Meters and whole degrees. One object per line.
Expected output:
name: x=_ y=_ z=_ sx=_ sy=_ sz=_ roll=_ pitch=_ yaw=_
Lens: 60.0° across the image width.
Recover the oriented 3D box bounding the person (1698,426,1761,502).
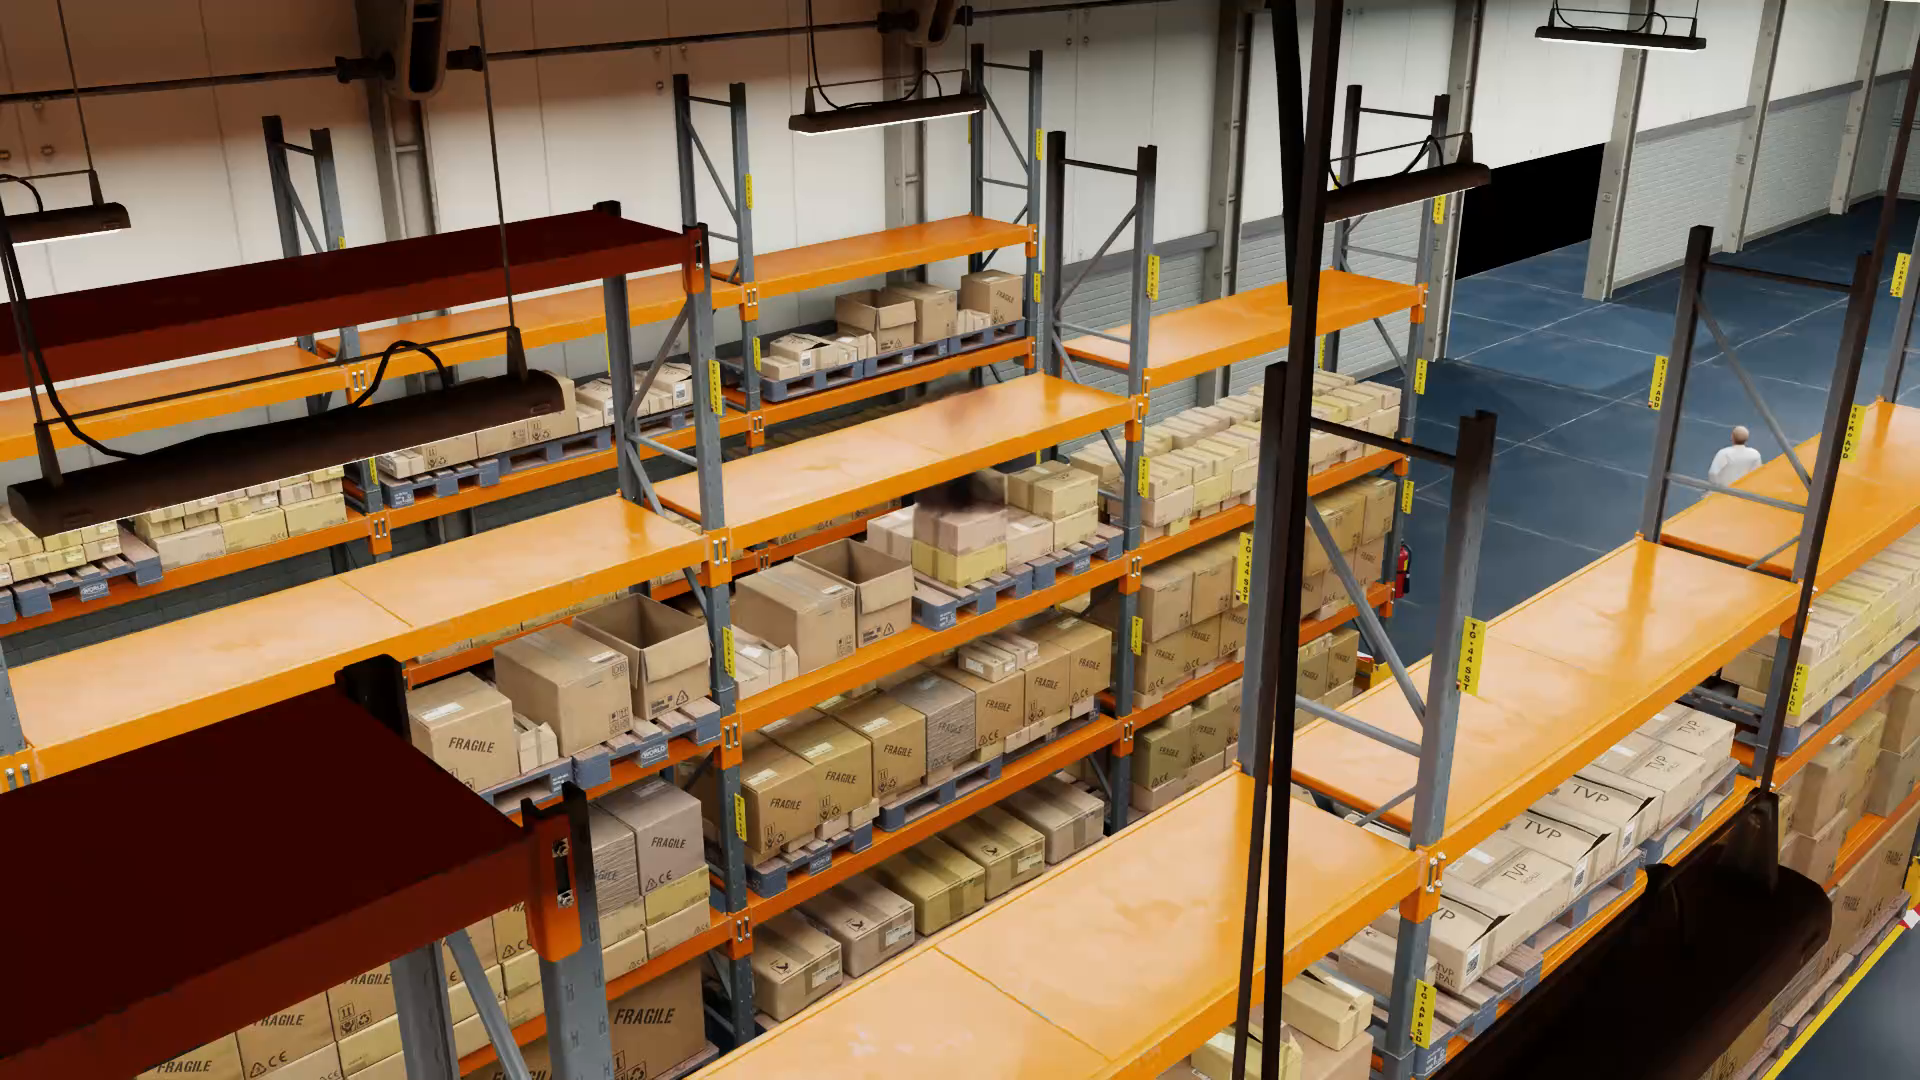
person: x=9.095 y=-0.507 z=19.788 sx=0.688 sy=1.814 sz=0.755 roll=1 pitch=22 yaw=3
